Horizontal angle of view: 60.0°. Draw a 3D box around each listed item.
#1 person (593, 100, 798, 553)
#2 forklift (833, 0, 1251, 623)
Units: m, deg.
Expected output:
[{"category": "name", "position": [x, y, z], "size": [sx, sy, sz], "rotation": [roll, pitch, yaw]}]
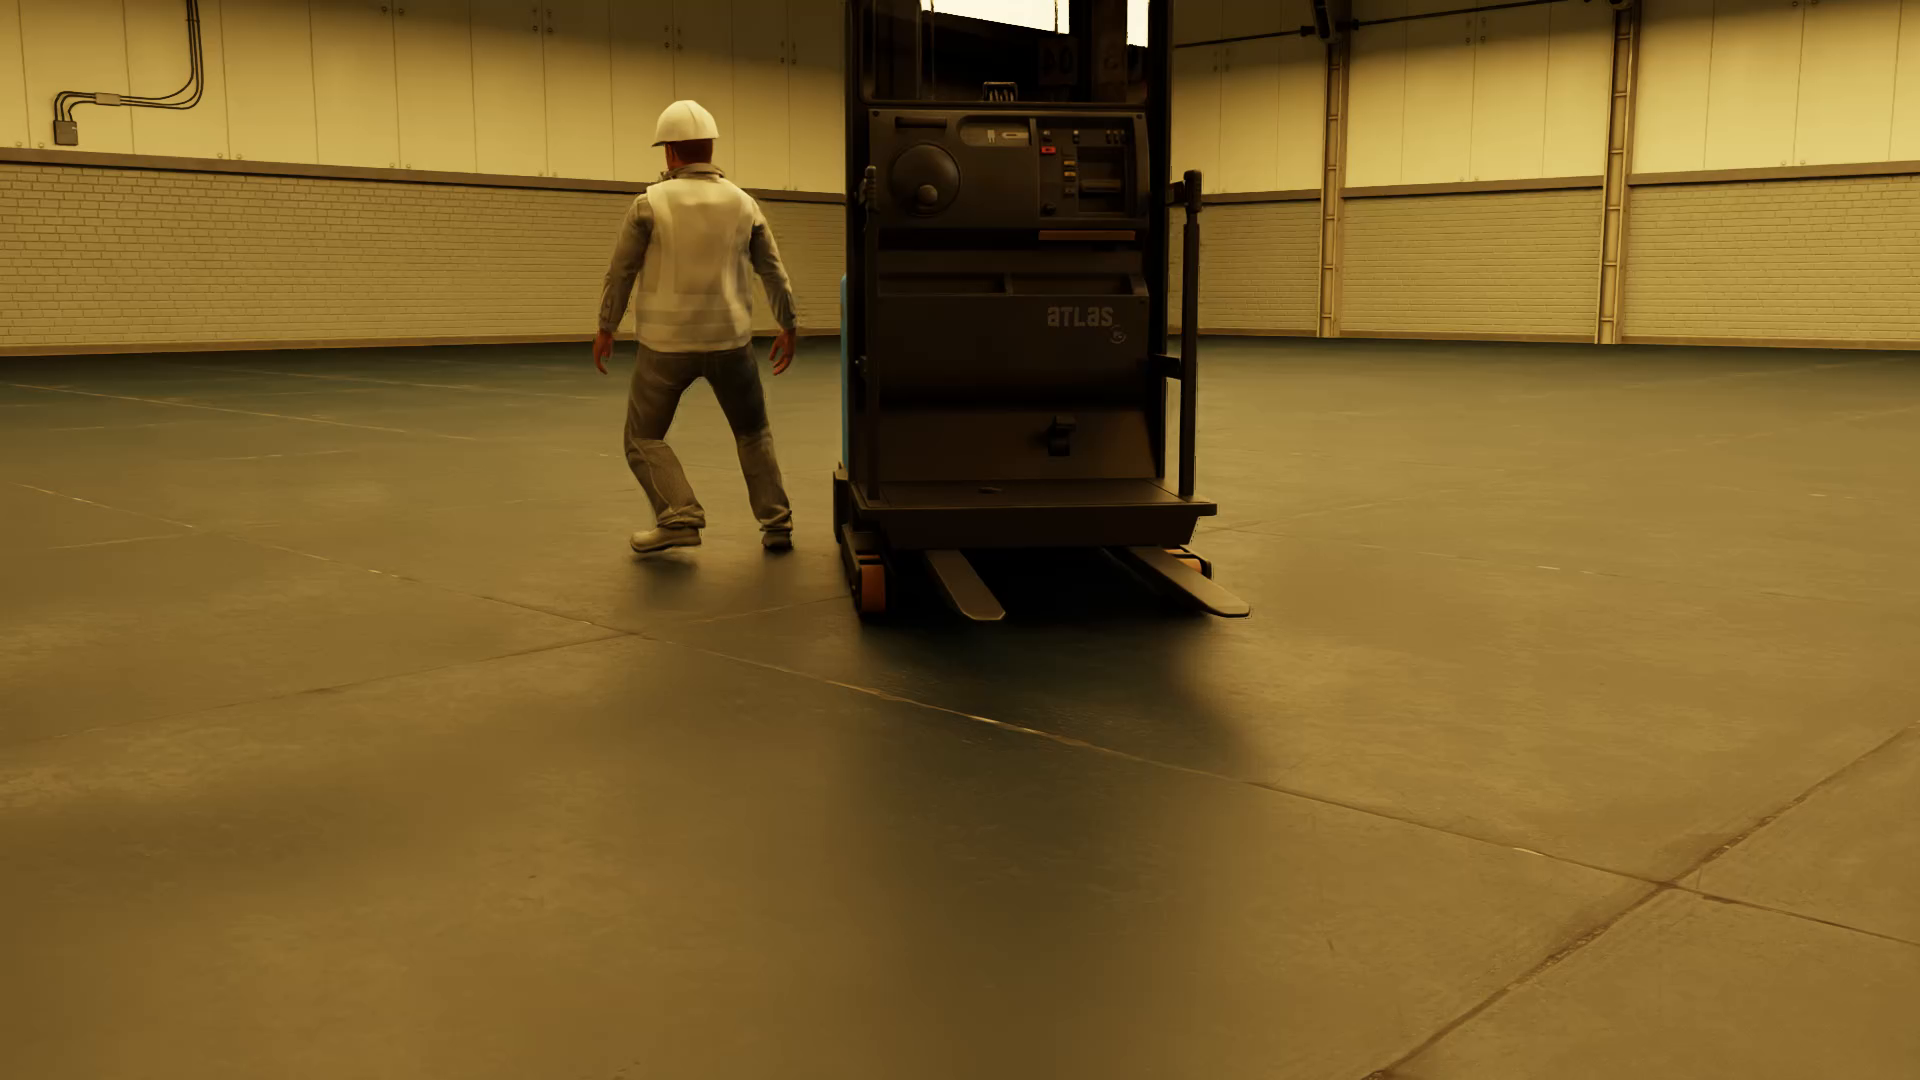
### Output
[{"category": "person", "position": [-0.986, -0.763, 6.305], "size": [0.783, 1.741, 0.478], "rotation": [-3, 9, -19]}, {"category": "forklift", "position": [0.191, -1.267, 5.287], "size": [1.130, 2.935, 3.031], "rotation": [-1, 9, -7]}]
